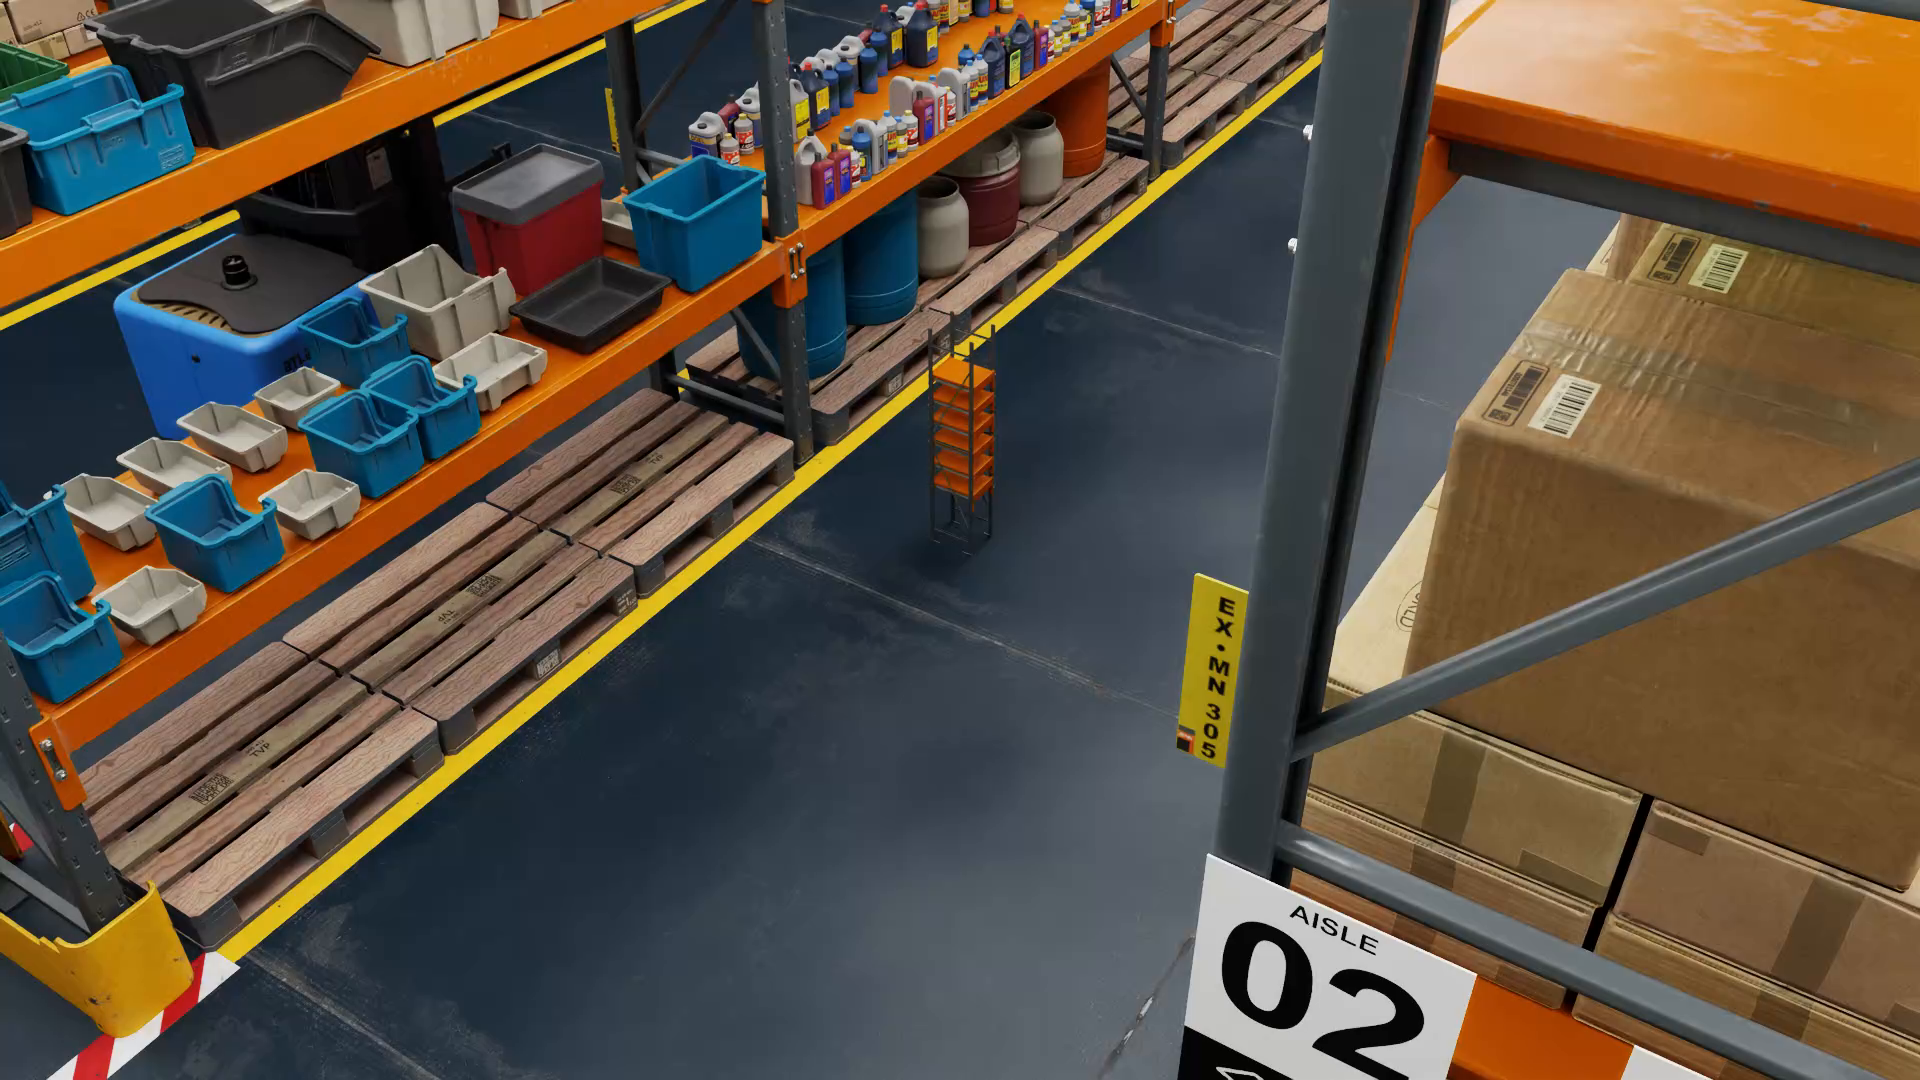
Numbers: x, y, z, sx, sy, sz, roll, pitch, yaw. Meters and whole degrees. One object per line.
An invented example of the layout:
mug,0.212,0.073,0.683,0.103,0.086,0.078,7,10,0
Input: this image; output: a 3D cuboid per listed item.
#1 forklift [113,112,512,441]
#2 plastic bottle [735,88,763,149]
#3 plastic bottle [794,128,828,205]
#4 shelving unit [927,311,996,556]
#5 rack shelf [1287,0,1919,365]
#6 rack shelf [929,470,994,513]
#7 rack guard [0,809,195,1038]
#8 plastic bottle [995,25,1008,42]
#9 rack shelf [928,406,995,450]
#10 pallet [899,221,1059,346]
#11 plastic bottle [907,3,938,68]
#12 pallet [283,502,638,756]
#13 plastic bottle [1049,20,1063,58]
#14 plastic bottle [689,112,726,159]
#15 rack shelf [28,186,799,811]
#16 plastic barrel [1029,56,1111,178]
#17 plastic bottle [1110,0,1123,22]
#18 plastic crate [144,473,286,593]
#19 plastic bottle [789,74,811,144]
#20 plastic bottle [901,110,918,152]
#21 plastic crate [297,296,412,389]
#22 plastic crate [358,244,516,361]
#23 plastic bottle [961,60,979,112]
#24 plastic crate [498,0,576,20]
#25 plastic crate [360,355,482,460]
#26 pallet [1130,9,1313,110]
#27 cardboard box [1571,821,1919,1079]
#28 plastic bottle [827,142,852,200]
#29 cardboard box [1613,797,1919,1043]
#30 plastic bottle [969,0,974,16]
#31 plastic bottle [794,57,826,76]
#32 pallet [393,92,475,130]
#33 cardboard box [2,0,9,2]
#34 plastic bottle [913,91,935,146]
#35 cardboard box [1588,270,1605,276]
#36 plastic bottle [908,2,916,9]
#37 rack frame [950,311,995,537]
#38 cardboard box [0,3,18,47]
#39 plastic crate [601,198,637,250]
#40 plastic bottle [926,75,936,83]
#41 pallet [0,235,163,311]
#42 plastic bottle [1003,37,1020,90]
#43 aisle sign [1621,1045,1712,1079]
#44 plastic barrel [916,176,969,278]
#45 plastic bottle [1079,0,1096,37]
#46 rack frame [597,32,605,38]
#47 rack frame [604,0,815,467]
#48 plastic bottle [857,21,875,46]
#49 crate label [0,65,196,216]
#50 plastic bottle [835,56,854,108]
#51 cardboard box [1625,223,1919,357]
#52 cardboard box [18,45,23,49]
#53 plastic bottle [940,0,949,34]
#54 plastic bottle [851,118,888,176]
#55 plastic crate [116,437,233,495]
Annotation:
forklift,-2.942,-2.127,8.548,1.130,2.935,3.031,18,41,22
plastic bottle,-1.088,-2.212,8.704,0.152,0.276,0.135,21,42,25
plastic bottle,-0.738,-1.841,8.161,0.144,0.351,0.185,21,42,25
shelving unit,0.008,-0.483,7.833,0.258,1.200,0.189,21,42,25
rack shelf,1.887,-1.201,2.968,1.077,0.370,4.000,21,42,25
rack shelf,0.008,-0.257,8.006,0.258,0.103,0.180,21,42,25
rack guard,-3.367,1.305,6.088,1.175,0.500,0.348,21,42,25
plastic bottle,0.231,-2.795,9.453,0.061,0.283,0.133,21,42,25
rack shelf,0.008,-0.543,7.787,0.258,0.103,0.180,21,42,25
pallet,-0.121,-1.675,10.190,1.003,0.211,1.213,21,42,25
plastic bottle,-0.215,-2.913,9.552,0.144,0.351,0.185,21,42,25
pallet,-2.236,0.364,7.545,1.003,0.211,1.213,21,42,25
plastic bottle,0.551,-2.926,9.691,0.097,0.201,0.097,0,38,0
plastic bottle,-1.284,-2.024,8.460,0.152,0.276,0.135,21,42,25
rack shelf,-2.294,-0.448,6.903,1.077,0.370,4.000,21,42,25
plastic barrel,0.673,-2.875,10.896,0.600,0.830,0.708,21,42,25
plastic bottle,0.941,-3.313,10.126,0.061,0.283,0.133,21,42,25
plastic crate,-2.602,-0.018,5.845,0.416,0.233,0.300,21,42,25
plastic bottle,-0.884,-2.278,8.728,0.144,0.351,0.185,21,42,25
plastic bottle,-0.267,-2.139,8.670,0.097,0.201,0.097,0,38,0
plastic crate,-2.481,-0.802,6.861,0.416,0.233,0.300,21,42,25
plastic crate,-2.196,-1.014,7.096,0.437,0.282,0.530,21,42,25
plastic bottle,0.053,-2.475,9.048,0.097,0.271,0.097,0,38,0
plastic crate,-1.582,-2.067,6.174,0.293,0.136,0.466,21,42,25
plastic crate,-2.089,-0.513,6.485,0.416,0.233,0.300,21,42,25
pallet,2.023,-3.735,12.861,1.003,0.211,1.213,21,42,25
cardboard box,1.305,0.610,2.607,0.500,0.250,0.500,21,42,25
plastic bottle,-0.594,-1.836,8.210,0.061,0.283,0.133,21,42,25
cardboard box,1.310,0.414,2.452,0.500,0.250,0.500,21,42,25
plastic bottle,0.058,-3.370,10.200,0.061,0.283,0.133,21,42,25
plastic bottle,-0.818,-2.472,9.041,0.152,0.276,0.135,21,42,25
pallet,-4.402,-3.334,12.341,1.003,0.211,1.213,21,42,25
cardboard box,-5.425,-3.415,9.428,0.500,0.500,0.500,22,43,26
plastic bottle,-0.190,-2.225,8.715,0.061,0.283,0.133,21,42,25
cardboard box,1.414,-0.269,3.338,0.500,0.250,0.500,21,42,25
plastic bottle,-0.288,-3.012,9.745,0.097,0.271,0.097,0,38,0
rack frame,0.057,-0.530,7.894,0.240,1.200,0.006,21,42,25
cardboard box,-5.694,-2.862,9.324,0.500,0.250,0.500,22,43,26
plastic crate,-1.592,-1.490,7.833,0.396,0.136,0.243,21,42,25
plastic bottle,-0.147,-2.428,9.044,0.097,0.201,0.097,0,38,0
pallet,-5.878,-1.913,10.499,1.003,0.211,1.213,21,42,25
plastic bottle,0.281,-2.679,9.303,0.061,0.283,0.133,21,42,25
aisle sign,1.027,1.022,2.278,0.394,0.787,0.004,21,42,25
plastic barrel,-0.159,-1.847,9.822,0.421,0.512,0.421,0,38,0
plastic bottle,0.759,-3.154,9.930,0.097,0.271,0.097,0,38,0
rack frame,-3.261,-5.446,12.798,1.000,3.000,0.127,21,42,25
rack frame,-1.222,-1.764,8.021,1.000,3.000,0.127,21,42,25
plastic bottle,-0.536,-2.798,9.458,0.061,0.283,0.133,21,42,25
crate label,-2.598,-1.201,4.956,0.408,0.251,0.502,21,42,25
plastic bottle,-0.631,-2.509,9.092,0.097,0.271,0.097,0,38,0
cardboard box,1.416,-0.204,2.639,0.700,0.500,0.500,21,42,25
cardboard box,-5.566,-2.755,9.513,0.380,0.149,0.250,20,42,24
plastic bottle,-0.112,-3.181,9.964,0.097,0.271,0.097,0,38,0
plastic bottle,-0.456,-2.018,8.451,0.152,0.276,0.135,21,42,25
plastic crate,-2.914,-0.246,6.218,0.396,0.136,0.243,21,42,25
